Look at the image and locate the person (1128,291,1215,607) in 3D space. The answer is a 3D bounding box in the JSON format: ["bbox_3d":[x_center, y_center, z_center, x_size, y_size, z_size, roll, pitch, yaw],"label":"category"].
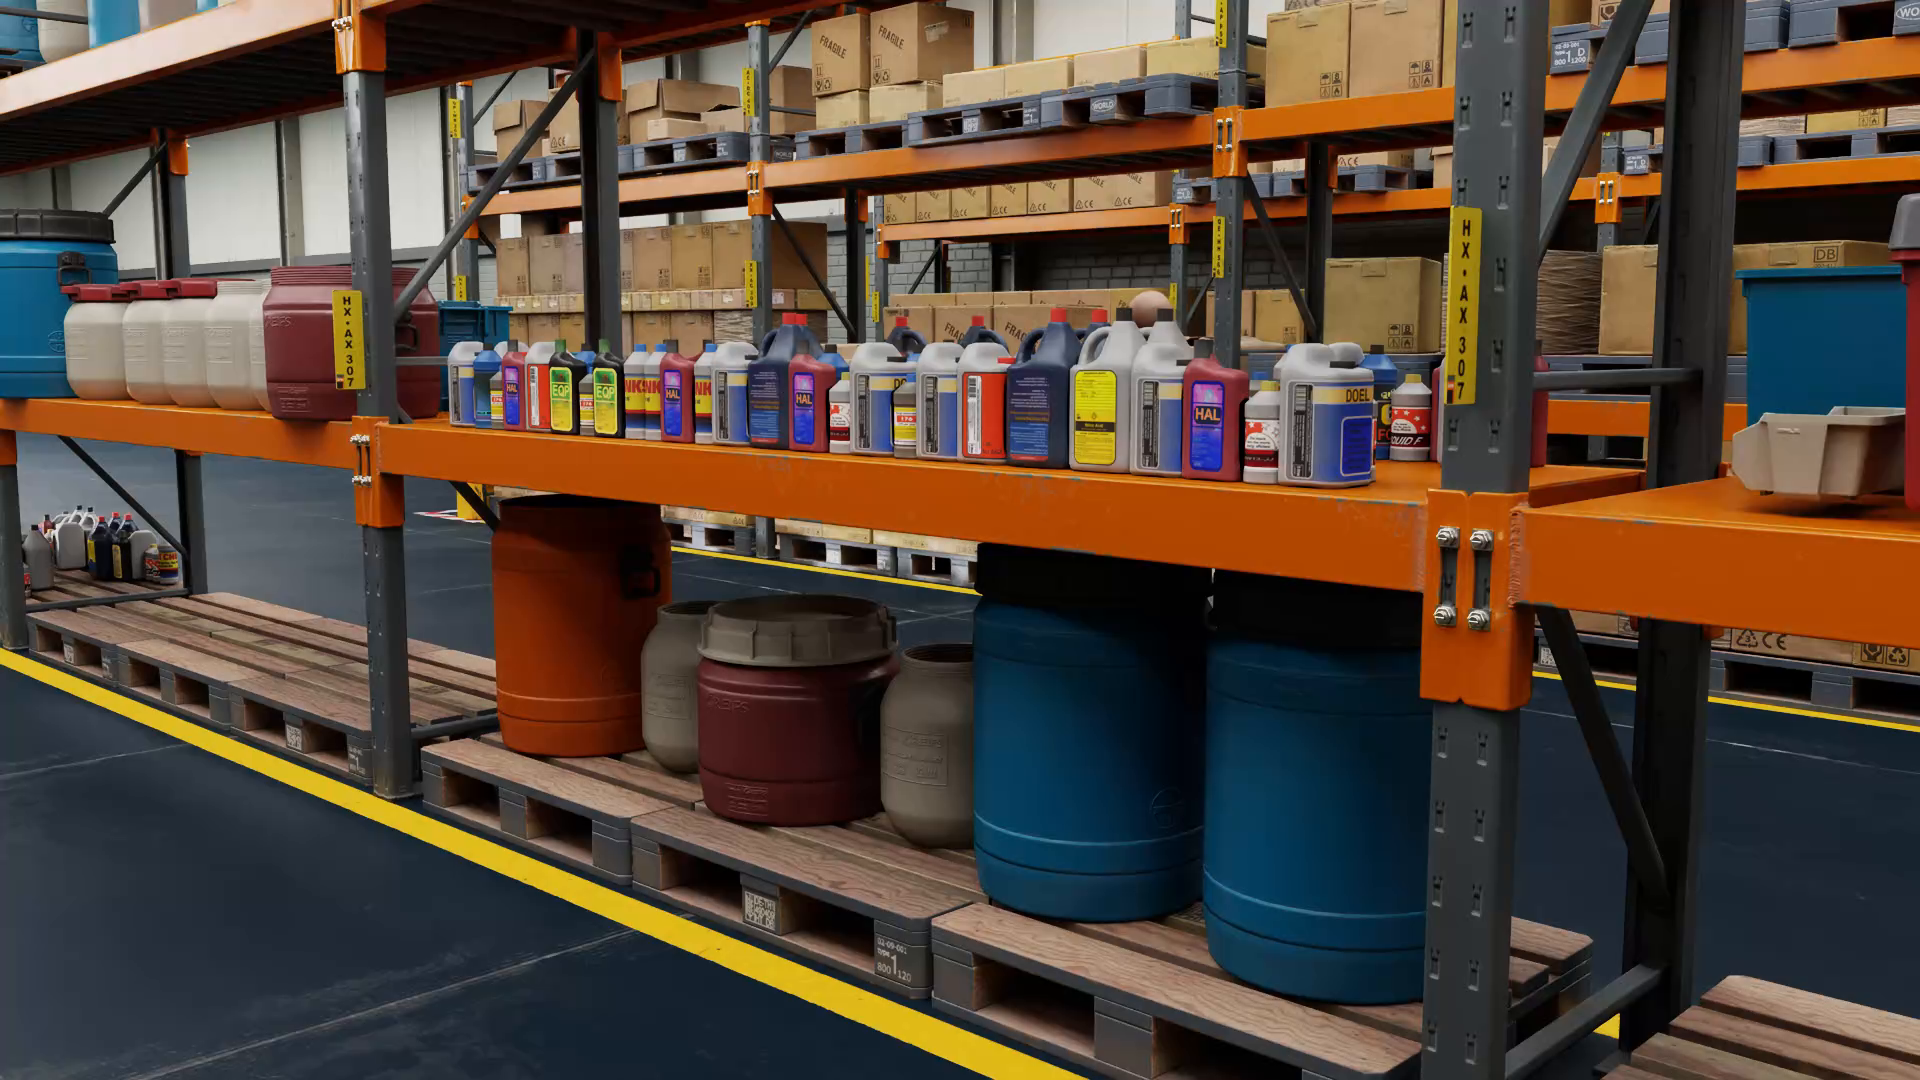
[{"bbox_3d":[0.868,-0.092,6.598,0.530,1.769,0.563,7,10,44],"label":"person"}]
